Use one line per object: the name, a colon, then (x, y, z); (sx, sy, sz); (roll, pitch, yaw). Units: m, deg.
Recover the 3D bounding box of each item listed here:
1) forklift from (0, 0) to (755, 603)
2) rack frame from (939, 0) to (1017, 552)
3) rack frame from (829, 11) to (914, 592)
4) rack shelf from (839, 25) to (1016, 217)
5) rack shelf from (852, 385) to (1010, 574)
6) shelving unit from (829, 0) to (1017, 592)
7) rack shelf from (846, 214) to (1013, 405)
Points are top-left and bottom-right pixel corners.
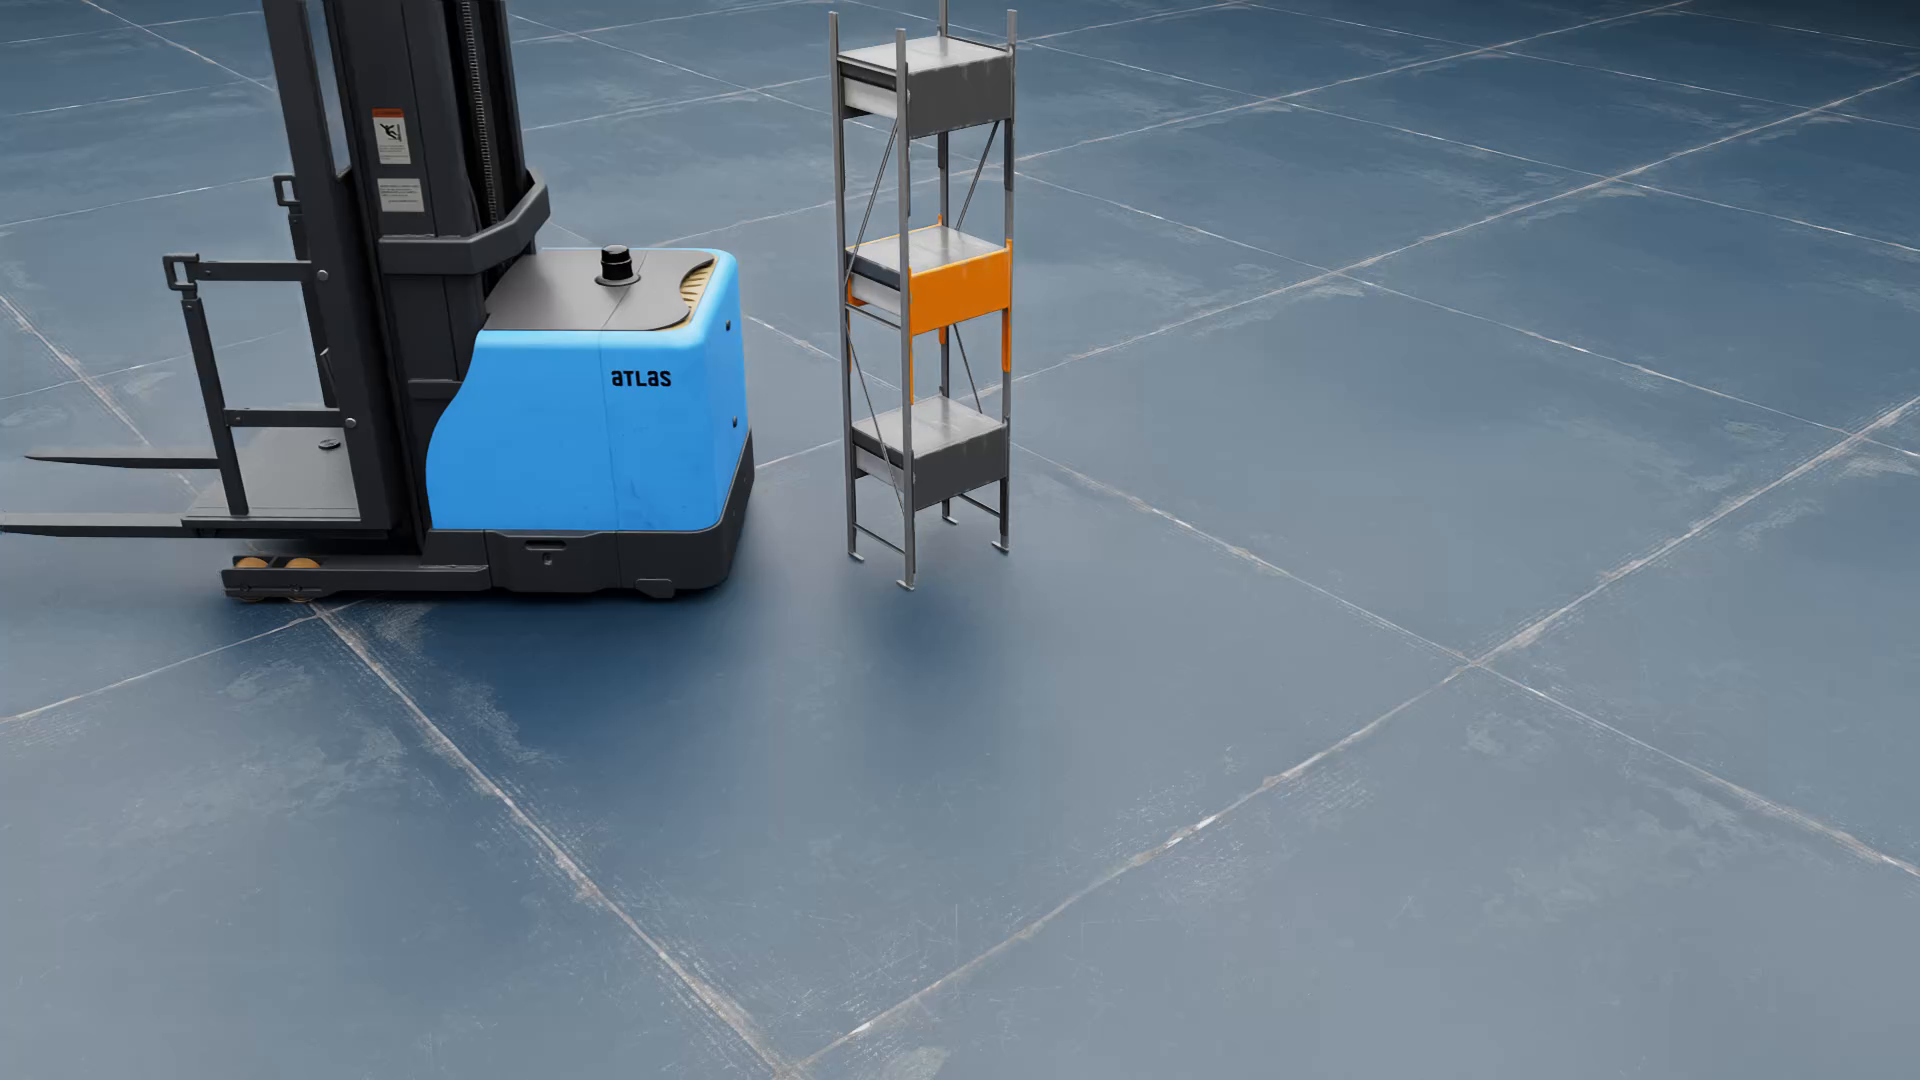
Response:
forklift: (-2.397, -1.304, 6.080); (3.031, 2.935, 1.130); (0, 28, 1)
rack frame: (0.060, -0.950, 6.300); (0.015, 2.100, 0.400); (-22, 35, -35)
rack frame: (-0.312, -0.801, 6.021); (0.015, 2.100, 0.400); (-22, 35, -35)
rack shelf: (-0.126, -1.481, 5.837); (0.480, 0.518, 0.431); (-22, 35, -35)
rack shelf: (-0.126, -0.246, 6.497); (0.480, 0.518, 0.431); (-22, 35, -35)
shelving unit: (-0.126, -0.875, 6.160); (0.503, 2.100, 0.431); (-22, 35, -35)
rack shelf: (-0.126, -0.863, 6.167); (0.480, 0.518, 0.431); (-22, 35, -35)
